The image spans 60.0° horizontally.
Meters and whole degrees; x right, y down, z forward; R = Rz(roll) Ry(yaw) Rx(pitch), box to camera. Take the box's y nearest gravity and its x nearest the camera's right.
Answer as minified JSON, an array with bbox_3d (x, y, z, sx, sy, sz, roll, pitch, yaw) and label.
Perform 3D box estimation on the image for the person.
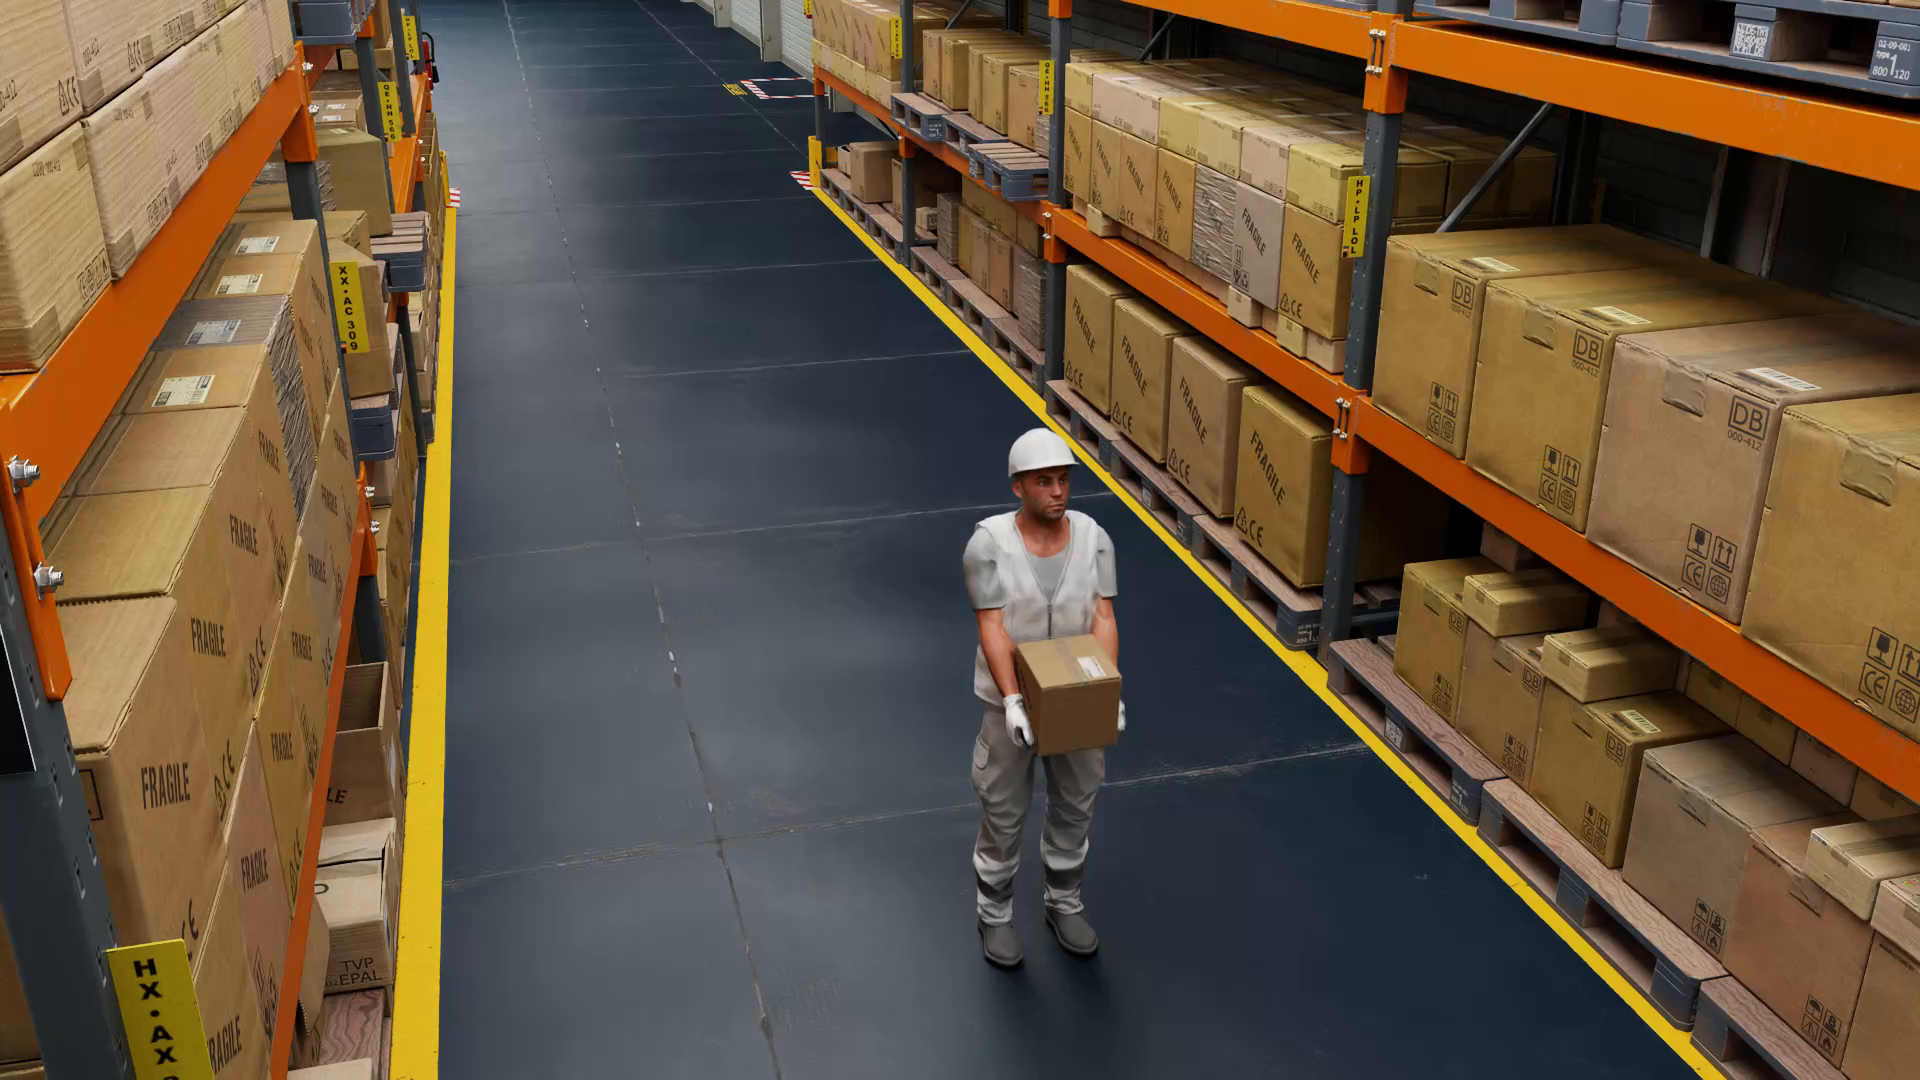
[{"bbox_3d":[0.284,0.549,5.254,0.500,1.786,0.560,-6,24,-14],"label":"person"}]
